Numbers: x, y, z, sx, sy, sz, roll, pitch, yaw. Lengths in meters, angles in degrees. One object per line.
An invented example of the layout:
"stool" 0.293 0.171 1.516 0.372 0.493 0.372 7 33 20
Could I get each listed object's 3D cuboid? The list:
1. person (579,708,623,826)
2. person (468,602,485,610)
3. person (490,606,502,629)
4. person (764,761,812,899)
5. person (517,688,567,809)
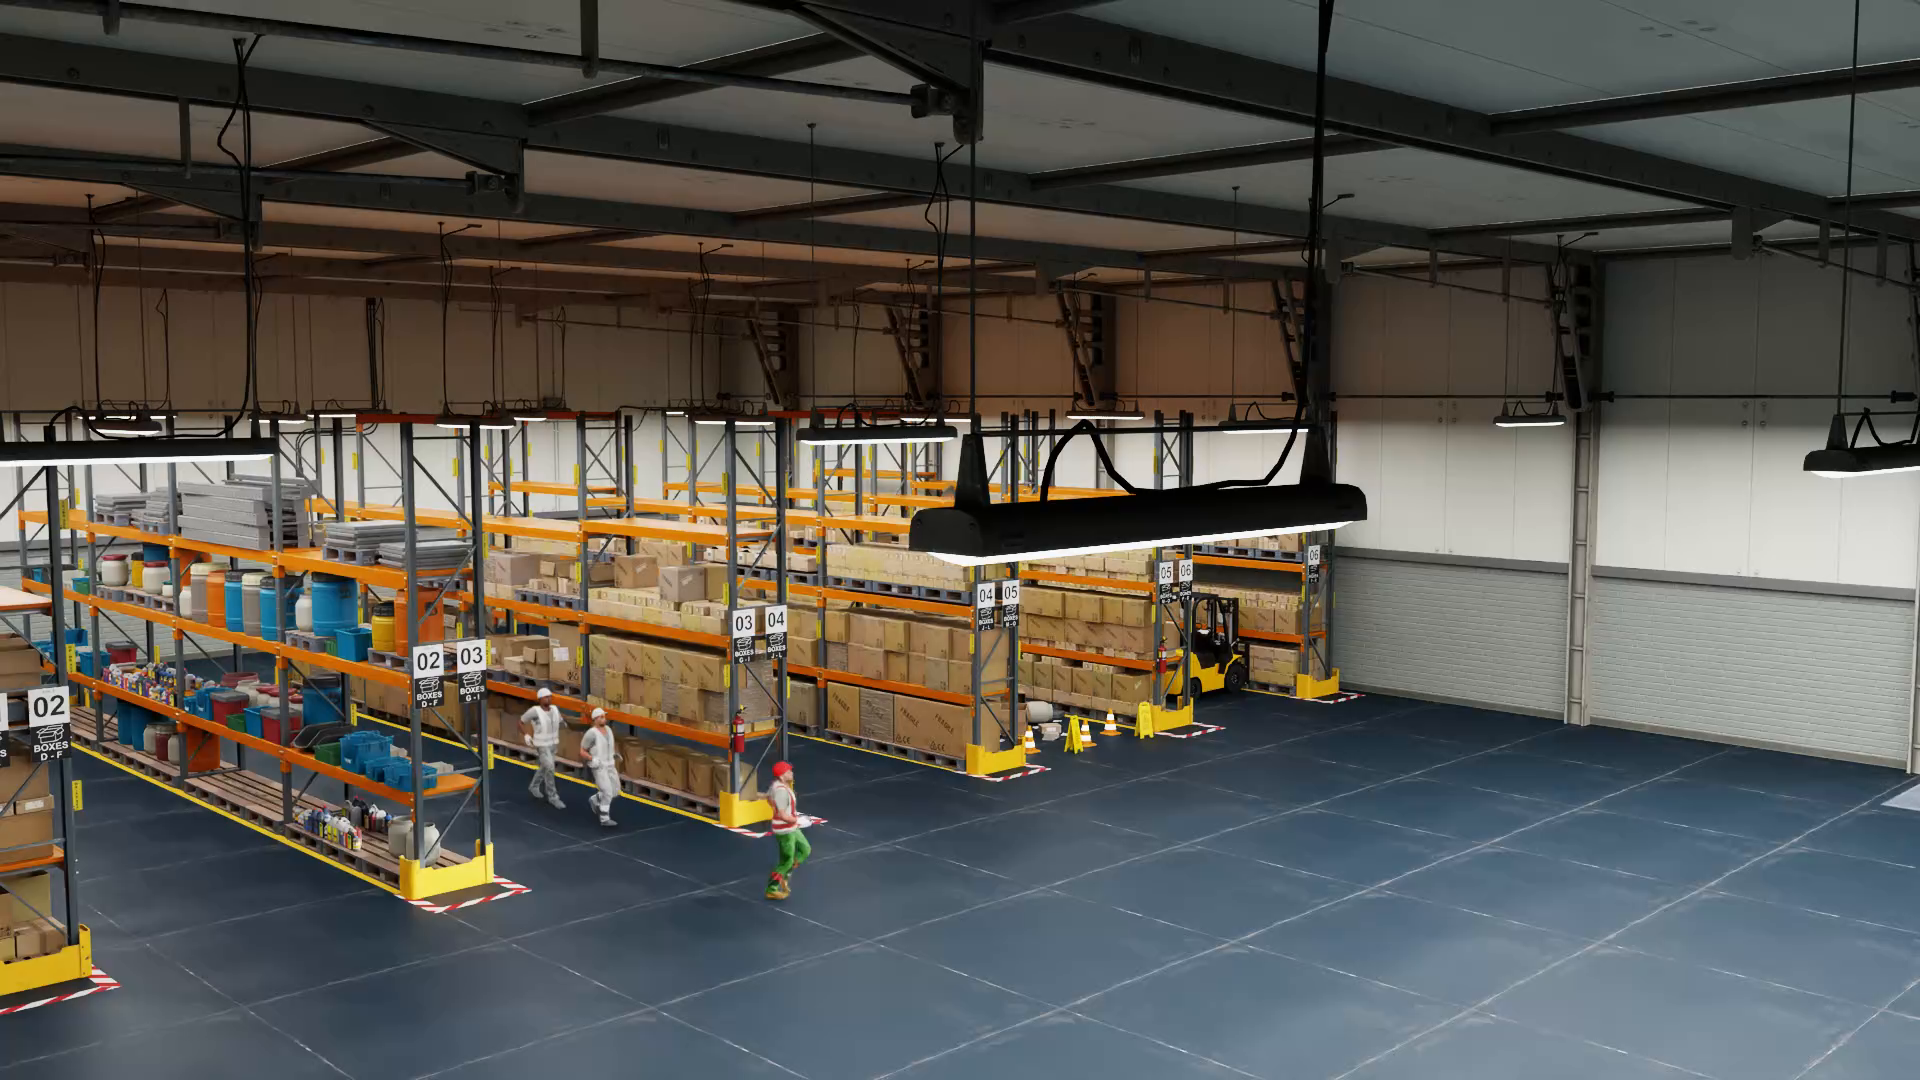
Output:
"person" -5.309 3.336 24.505 0.631 1.738 0.655 3 6 32
"person" -11.770 1.986 40.150 0.727 1.720 0.579 3 6 28
"person" -11.359 2.011 40.677 0.523 1.621 0.622 -2 5 -22
"person" -2.167 3.633 20.940 0.604 1.738 0.673 -1 5 -6
"person" -6.402 3.190 25.705 0.897 1.818 0.671 3 6 30
